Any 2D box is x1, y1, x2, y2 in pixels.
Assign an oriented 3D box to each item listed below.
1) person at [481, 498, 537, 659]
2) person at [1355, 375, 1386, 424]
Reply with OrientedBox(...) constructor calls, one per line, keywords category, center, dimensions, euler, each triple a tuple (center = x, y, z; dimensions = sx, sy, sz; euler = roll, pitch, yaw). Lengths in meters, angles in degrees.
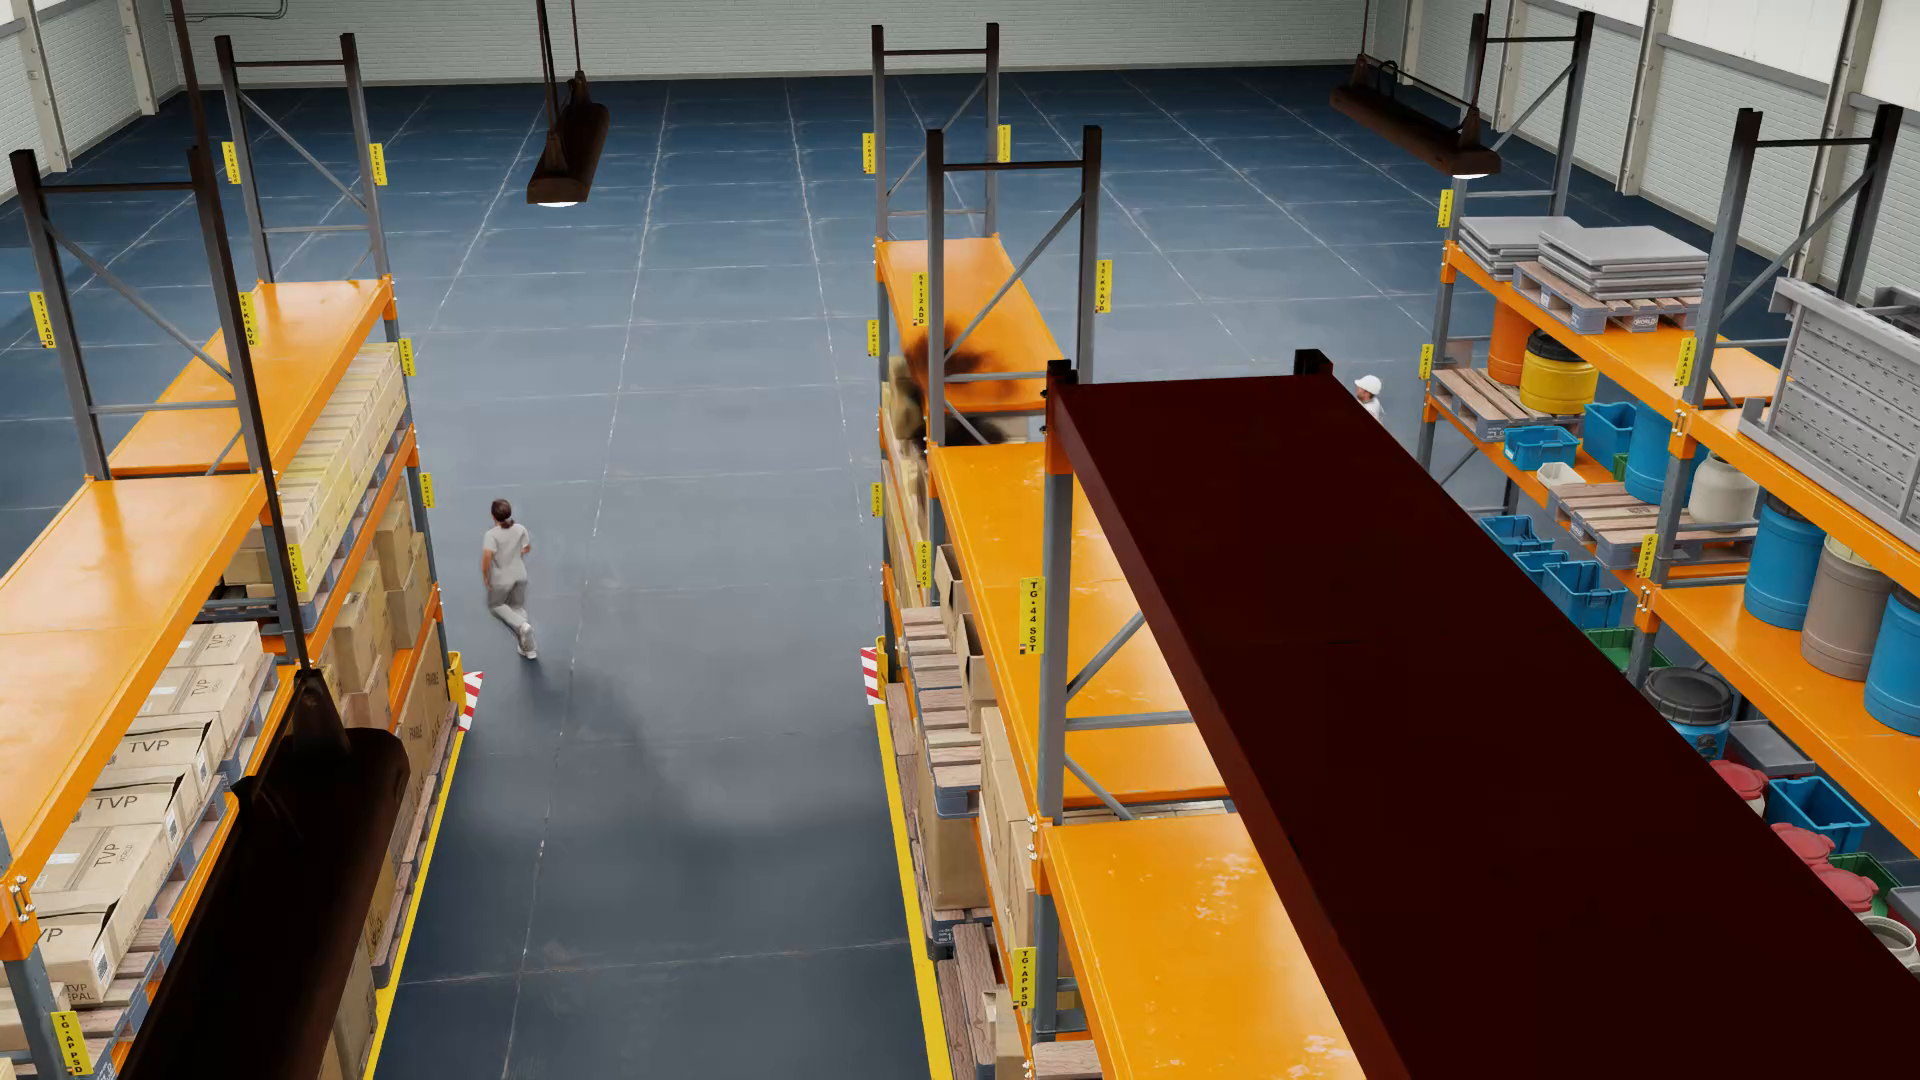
OrientedBox(category="person", center=(-4.325, 0.374, 15.858), dimensions=(0.624, 1.631, 0.595), euler=(22, 33, 39))
OrientedBox(category="person", center=(4.430, -1.038, 18.652), dimensions=(0.610, 1.734, 0.642), euler=(6, 26, 13))
